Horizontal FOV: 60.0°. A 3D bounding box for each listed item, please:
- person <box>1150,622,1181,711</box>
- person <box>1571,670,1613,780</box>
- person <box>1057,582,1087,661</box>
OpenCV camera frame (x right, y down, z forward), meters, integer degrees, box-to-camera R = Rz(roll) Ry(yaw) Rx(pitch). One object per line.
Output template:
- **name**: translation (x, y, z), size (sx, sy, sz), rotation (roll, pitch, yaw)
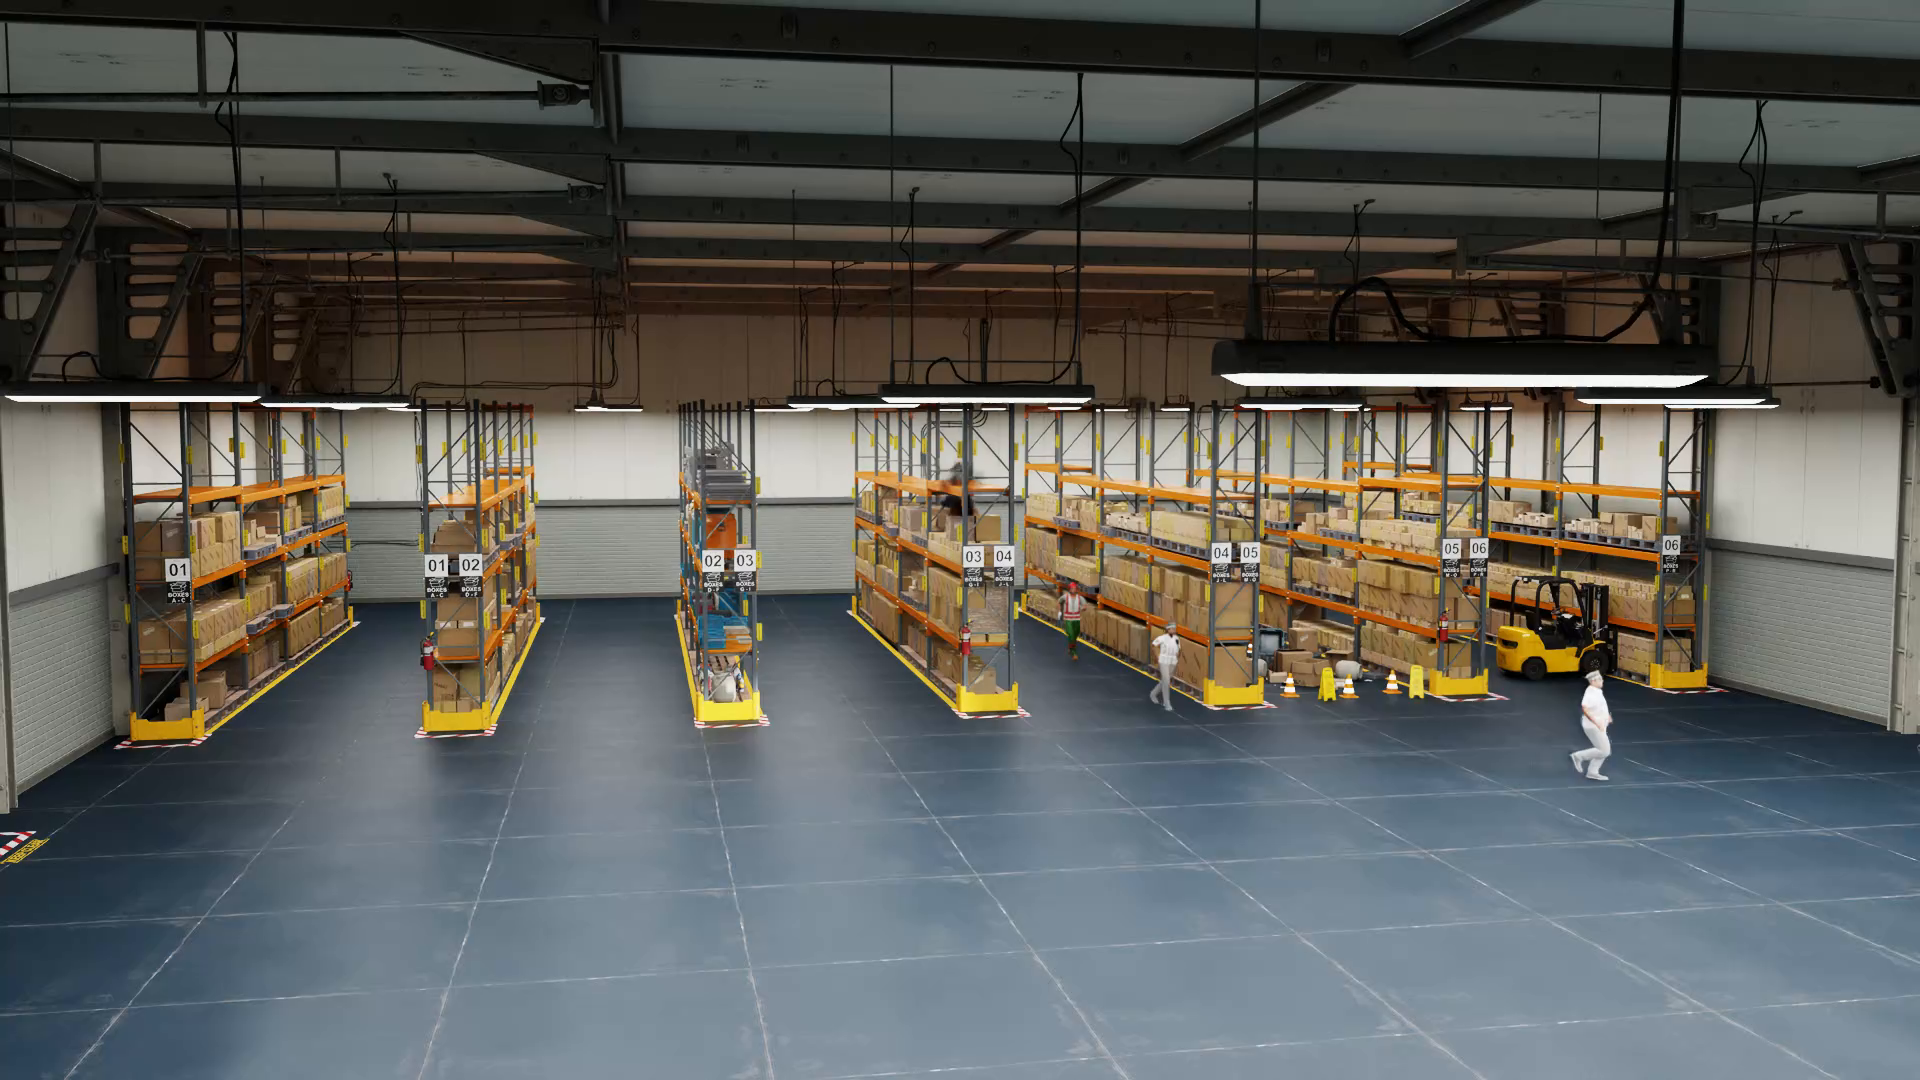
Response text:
- **person**: translation (4.047, 2.448, 32.526), size (0.592, 1.726, 0.863), rotation (-3, 5, -31)
- **person**: translation (9.914, 2.898, 26.060), size (0.599, 1.737, 0.670), rotation (2, 5, 23)
- **person**: translation (2.624, 1.867, 38.781), size (0.663, 1.776, 1.005), rotation (-1, 4, -11)
